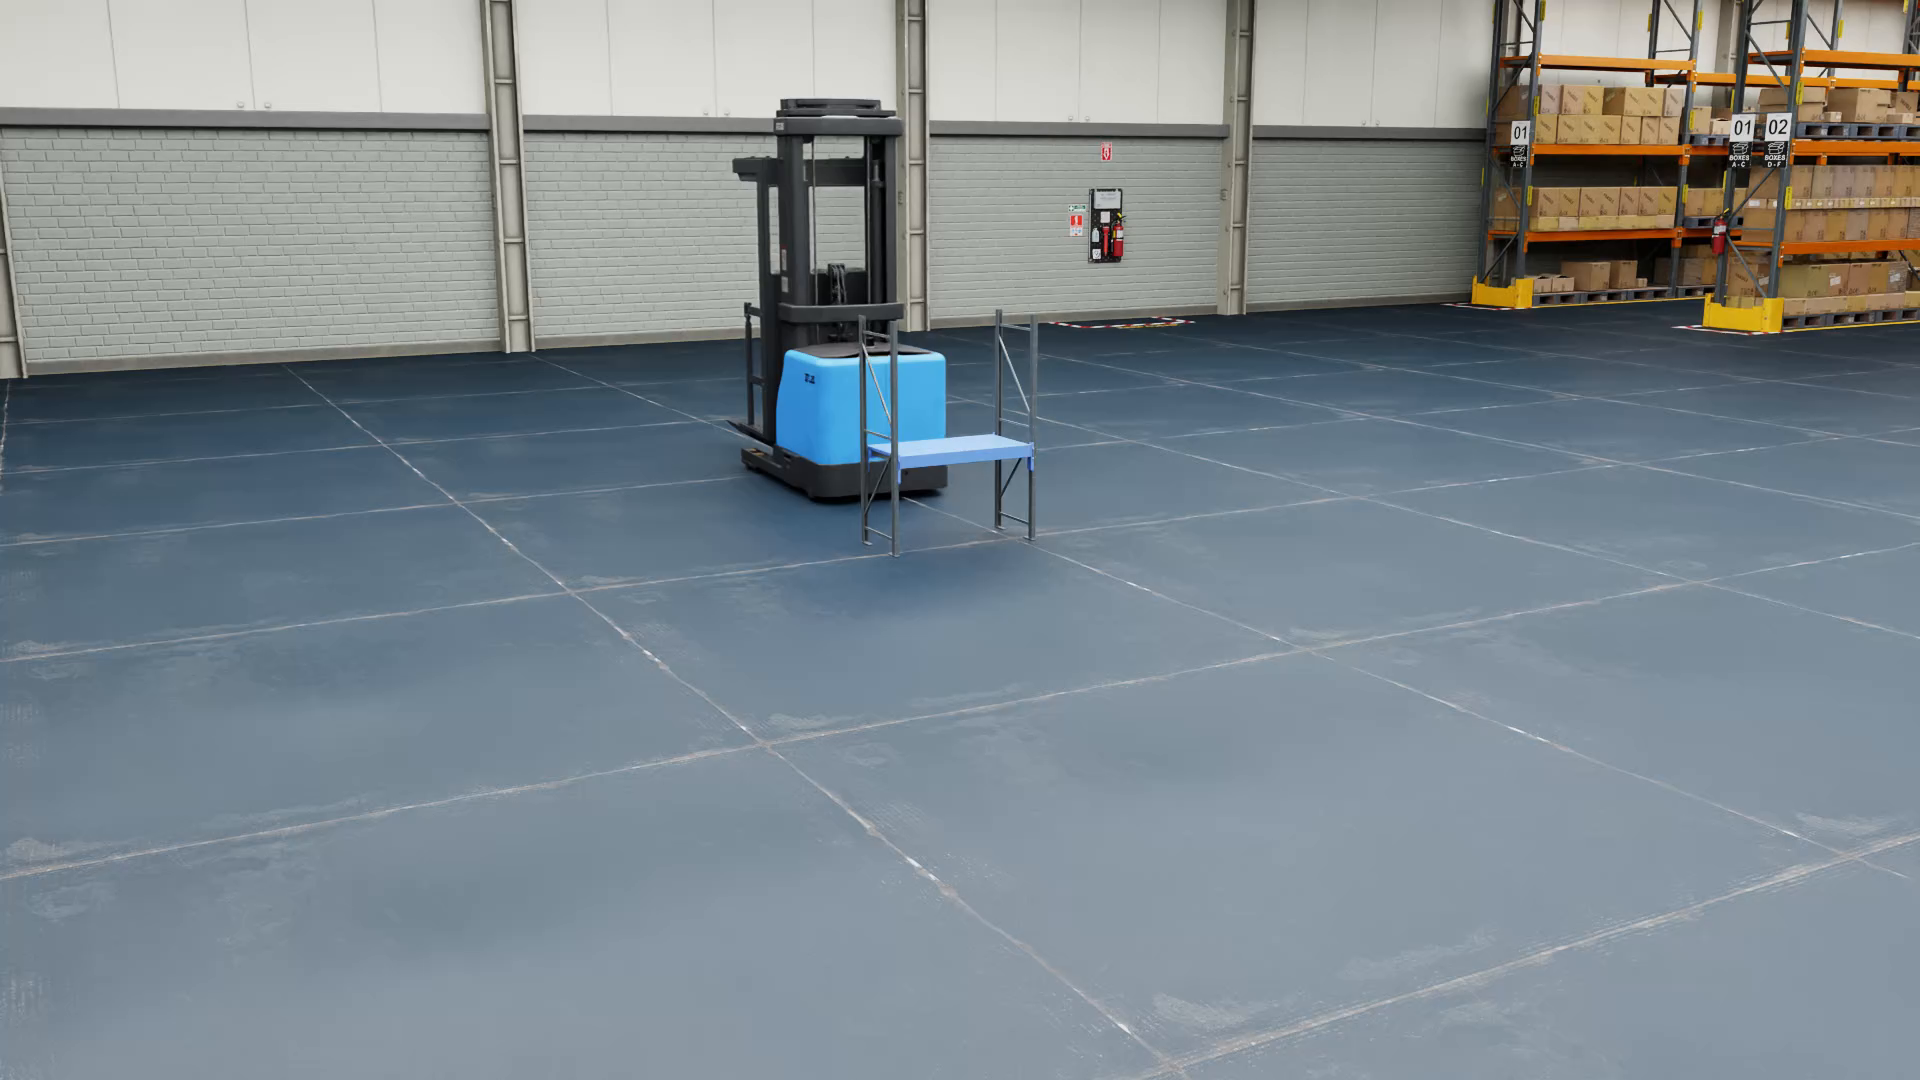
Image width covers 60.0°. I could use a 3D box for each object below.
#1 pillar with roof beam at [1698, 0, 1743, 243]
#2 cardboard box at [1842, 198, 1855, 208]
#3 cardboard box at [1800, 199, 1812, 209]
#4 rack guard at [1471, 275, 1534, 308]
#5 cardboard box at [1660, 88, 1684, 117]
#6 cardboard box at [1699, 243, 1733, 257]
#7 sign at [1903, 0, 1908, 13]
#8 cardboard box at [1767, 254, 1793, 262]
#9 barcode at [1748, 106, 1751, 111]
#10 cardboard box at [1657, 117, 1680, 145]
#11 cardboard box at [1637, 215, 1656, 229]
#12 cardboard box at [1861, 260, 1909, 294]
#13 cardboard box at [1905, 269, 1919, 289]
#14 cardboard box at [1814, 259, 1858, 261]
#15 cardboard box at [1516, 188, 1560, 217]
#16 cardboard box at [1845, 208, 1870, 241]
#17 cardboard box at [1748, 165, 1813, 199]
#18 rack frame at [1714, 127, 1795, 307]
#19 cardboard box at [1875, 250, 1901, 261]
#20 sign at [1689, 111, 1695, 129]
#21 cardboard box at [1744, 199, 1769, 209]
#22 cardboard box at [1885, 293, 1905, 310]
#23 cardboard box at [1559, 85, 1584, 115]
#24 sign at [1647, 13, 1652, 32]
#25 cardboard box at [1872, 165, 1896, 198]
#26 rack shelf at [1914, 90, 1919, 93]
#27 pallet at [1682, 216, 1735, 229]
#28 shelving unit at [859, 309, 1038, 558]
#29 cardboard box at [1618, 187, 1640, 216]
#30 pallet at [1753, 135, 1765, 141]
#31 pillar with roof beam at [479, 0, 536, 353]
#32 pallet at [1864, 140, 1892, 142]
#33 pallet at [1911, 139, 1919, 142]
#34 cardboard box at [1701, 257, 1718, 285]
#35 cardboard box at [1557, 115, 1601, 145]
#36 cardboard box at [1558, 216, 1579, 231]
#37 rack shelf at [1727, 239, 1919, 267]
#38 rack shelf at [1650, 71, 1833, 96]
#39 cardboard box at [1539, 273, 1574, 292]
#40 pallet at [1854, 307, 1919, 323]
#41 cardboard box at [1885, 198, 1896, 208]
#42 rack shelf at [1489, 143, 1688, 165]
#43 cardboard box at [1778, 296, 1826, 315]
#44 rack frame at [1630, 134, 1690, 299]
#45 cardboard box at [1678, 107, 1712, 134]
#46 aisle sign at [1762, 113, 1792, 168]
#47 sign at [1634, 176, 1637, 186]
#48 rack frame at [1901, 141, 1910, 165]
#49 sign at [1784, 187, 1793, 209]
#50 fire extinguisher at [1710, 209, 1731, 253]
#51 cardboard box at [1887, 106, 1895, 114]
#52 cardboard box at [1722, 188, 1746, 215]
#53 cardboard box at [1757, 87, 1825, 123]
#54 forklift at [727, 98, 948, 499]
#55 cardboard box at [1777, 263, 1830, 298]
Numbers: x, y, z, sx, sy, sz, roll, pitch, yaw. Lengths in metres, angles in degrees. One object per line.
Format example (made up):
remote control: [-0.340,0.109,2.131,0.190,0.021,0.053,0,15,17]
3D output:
pillar with roof beam: [17.166,-8.635,28.984,0.400,9.000,9.100,-7,14,-28]
cardboard box: [13.590,-5.213,25.736,0.250,0.149,0.380,-7,14,-29]
cardboard box: [12.691,-5.106,25.258,0.250,0.149,0.380,-7,15,-29]
rack guard: [9.703,-4.455,29.766,0.348,0.500,1.175,-7,14,-28]
cardboard box: [12.838,-7.992,30.407,0.500,0.500,0.500,-8,15,-33]
cardboard box: [14.625,-5.631,32.283,0.500,0.250,0.500,-7,15,-29]
sign: [15.254,-8.657,26.775,0.005,0.325,0.100,-7,14,-28]
cardboard box: [16.051,-5.417,33.041,0.500,0.500,0.700,-7,14,-27]
barcode: [12.047,-6.583,25.377,0.075,0.075,0.001,-7,14,-28]
cardboard box: [12.820,-7.508,30.534,0.500,0.500,0.500,-6,14,-26]
cardboard box: [12.436,-5.865,30.633,0.500,0.250,0.500,-7,14,-28]
cardboard box: [14.777,-4.221,26.631,0.500,0.500,0.500,-7,14,-28]
cardboard box: [15.742,-4.368,27.715,0.500,0.311,0.500,-7,14,-28]
cardboard box: [14.090,-4.269,26.843,0.500,0.500,0.500,-7,14,-28]
cardboard box: [10.200,-5.961,29.354,0.500,0.500,0.500,-7,14,-28]
cardboard box: [13.787,-4.971,26.138,0.500,0.500,0.700,-6,14,-26]
cardboard box: [12.476,-5.446,25.294,0.500,0.500,0.700,-7,14,-28]
rack frame: [12.013,-4.712,25.216,0.127,3.000,1.000,-7,14,-28]
cardboard box: [18.882,-5.897,34.422,0.750,0.750,0.750,-6,14,-26]
sign: [13.414,-7.699,30.479,0.005,0.325,0.100,-7,14,-28]
cardboard box: [12.257,-5.154,25.475,0.250,0.149,0.380,-7,15,-29]
cardboard box: [14.778,-3.855,26.712,0.500,0.250,0.500,-7,14,-28]
cardboard box: [10.555,-7.713,29.167,0.500,0.500,0.500,-7,14,-29]
sign: [12.876,-9.653,31.020,0.005,0.325,0.100,-7,14,-28]
cardboard box: [14.255,-5.661,26.249,0.500,0.500,0.700,-7,14,-28]
rack shelf: [21.925,-9.520,35.465,4.000,0.370,1.077,-7,14,-28]
pallet: [13.888,-6.046,31.580,1.213,0.211,1.003,-7,14,-28]
shelving unit: [-0.075,-0.723,10.905,1.048,1.500,0.538,-7,14,-28]
cardboard box: [11.998,-6.176,30.308,0.500,0.500,0.500,-7,15,-29]
pallet: [14.649,-7.613,31.702,1.003,0.211,1.213,-7,14,-28]
pillar with roof beam: [-3.900,-6.110,17.765,0.400,9.000,9.100,-7,14,-28]
pallet: [18.178,-8.076,33.759,1.213,0.211,1.003,-6,14,-25]
pallet: [16.292,-6.598,27.201,1.217,0.209,0.805,-8,15,-30]
cardboard box: [14.215,-5.227,32.195,0.500,0.500,0.700,-7,15,-29]
cardboard box: [10.992,-7.280,29.522,0.500,0.500,0.500,-6,14,-25]
cardboard box: [10.666,-5.651,29.681,0.500,0.250,0.500,-7,15,-30]
rack shelf: [13.769,-4.572,26.230,4.000,0.370,1.077,-7,14,-28]
rack shelf: [14.903,-8.678,31.725,4.000,0.370,1.077,-7,14,-28]
cardboard box: [10.787,-4.685,30.216,0.500,0.311,0.500,-6,14,-23]
pallet: [14.806,-3.697,27.056,1.213,0.211,1.003,-7,14,-28]
cardboard box: [14.494,-5.322,26.219,0.250,0.149,0.380,-7,14,-28]
rack shelf: [11.392,-6.989,30.141,4.000,0.370,1.077,-7,14,-28]
cardboard box: [13.028,-3.643,25.769,0.500,0.250,0.500,-7,14,-28]
rack frame: [13.147,-6.087,31.326,0.127,3.000,1.000,-7,14,-28]
cardboard box: [13.666,-7.846,31.126,0.500,0.500,0.500,-5,13,-20]
aisle sign: [12.102,-5.915,24.637,0.004,0.787,0.394,-7,14,-28]
sign: [12.878,-6.759,31.672,0.005,0.325,0.100,-7,14,-28]
rack frame: [20.169,-6.929,35.065,0.127,3.000,1.000,-7,14,-28]
sign: [12.274,-5.066,24.634,0.005,0.325,0.100,-7,14,-28]
fire extinguisher: [11.687,-4.752,25.567,0.183,0.674,0.296,-7,14,-28]
cardboard box: [14.482,-6.767,26.443,0.500,0.311,0.500,-8,15,-31]
cardboard box: [14.667,-6.530,32.065,0.500,0.500,0.700,-5,14,-20]
cardboard box: [12.520,-6.559,25.079,0.637,0.503,0.797,-6,14,-24]
forklift: [-1.156,-2.015,13.388,1.130,2.935,3.031,-6,14,-24]
cardboard box: [13.029,-4.008,25.685,0.500,0.500,0.500,-7,14,-28]
